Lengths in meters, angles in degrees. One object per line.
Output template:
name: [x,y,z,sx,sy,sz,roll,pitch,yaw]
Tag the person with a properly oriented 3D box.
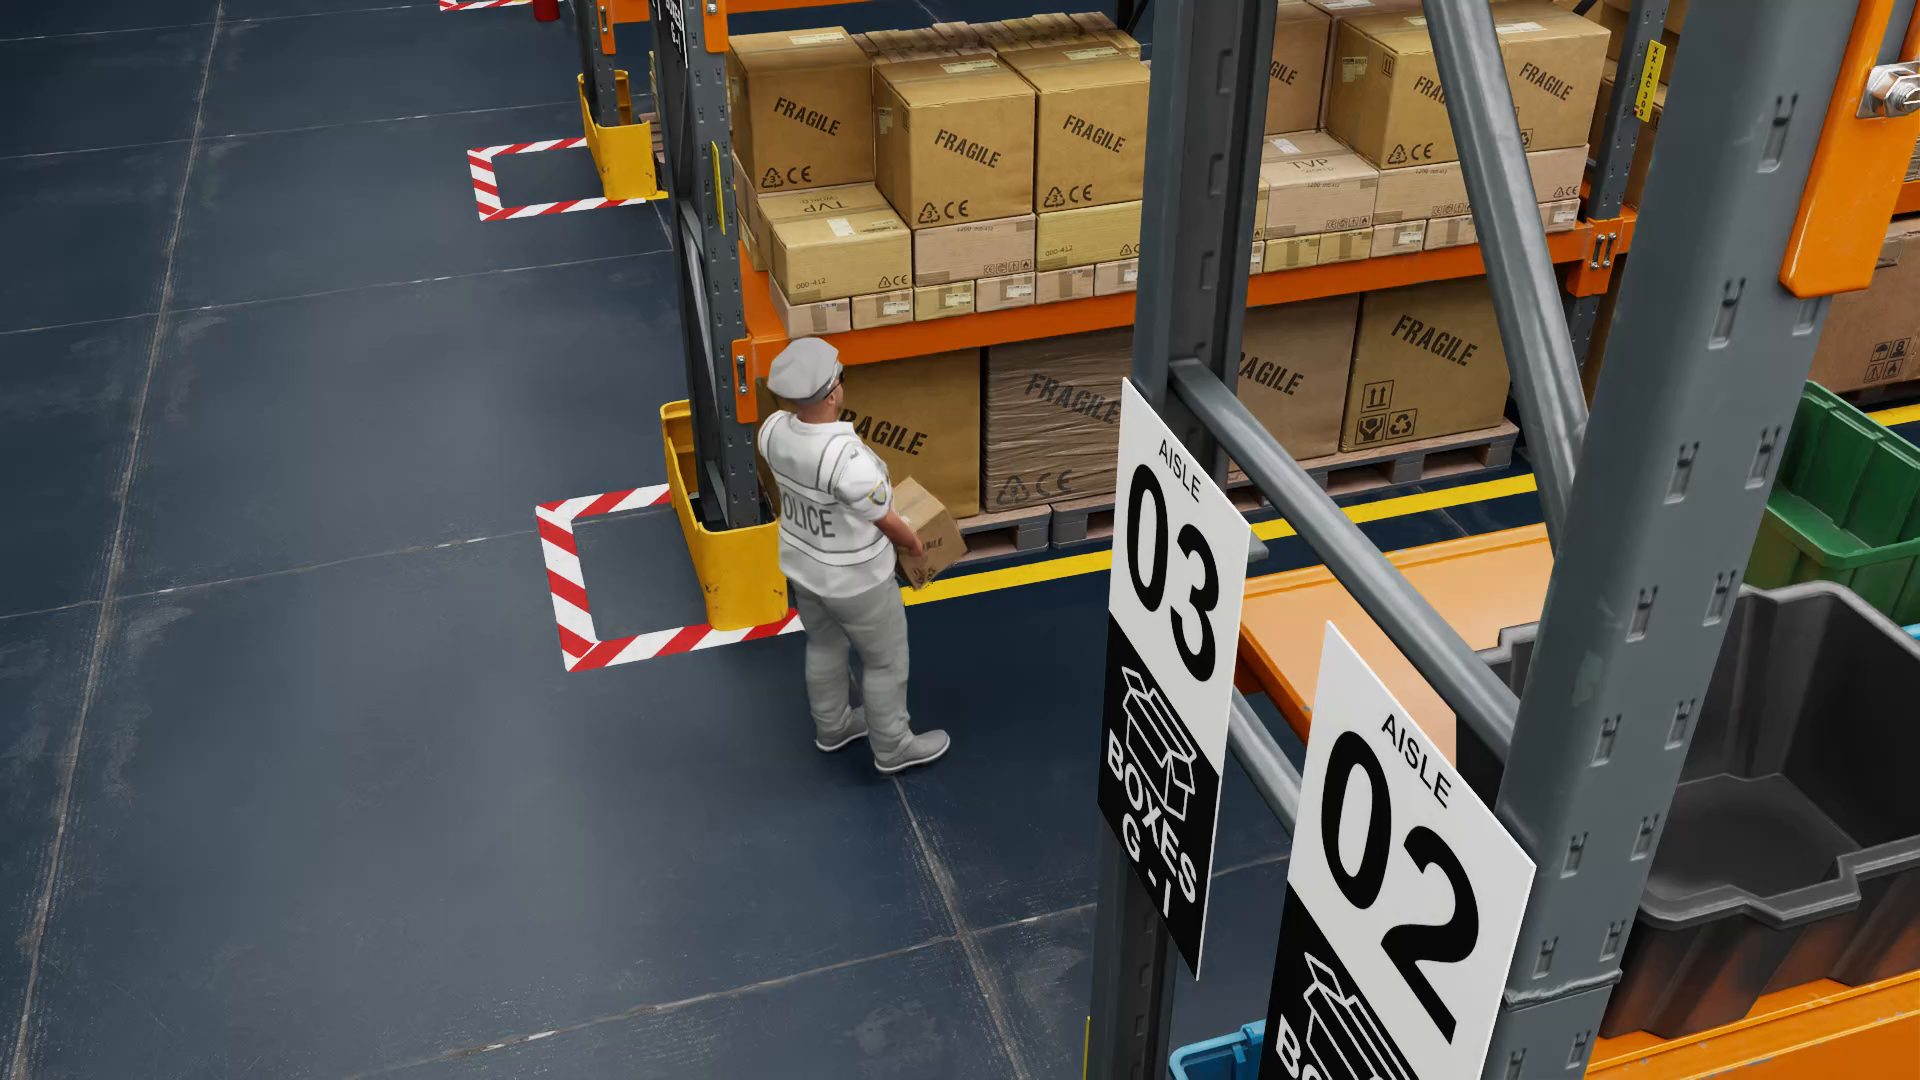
person: [-0.386,0.063,6.006,0.561,1.787,0.528,26,42,34]
